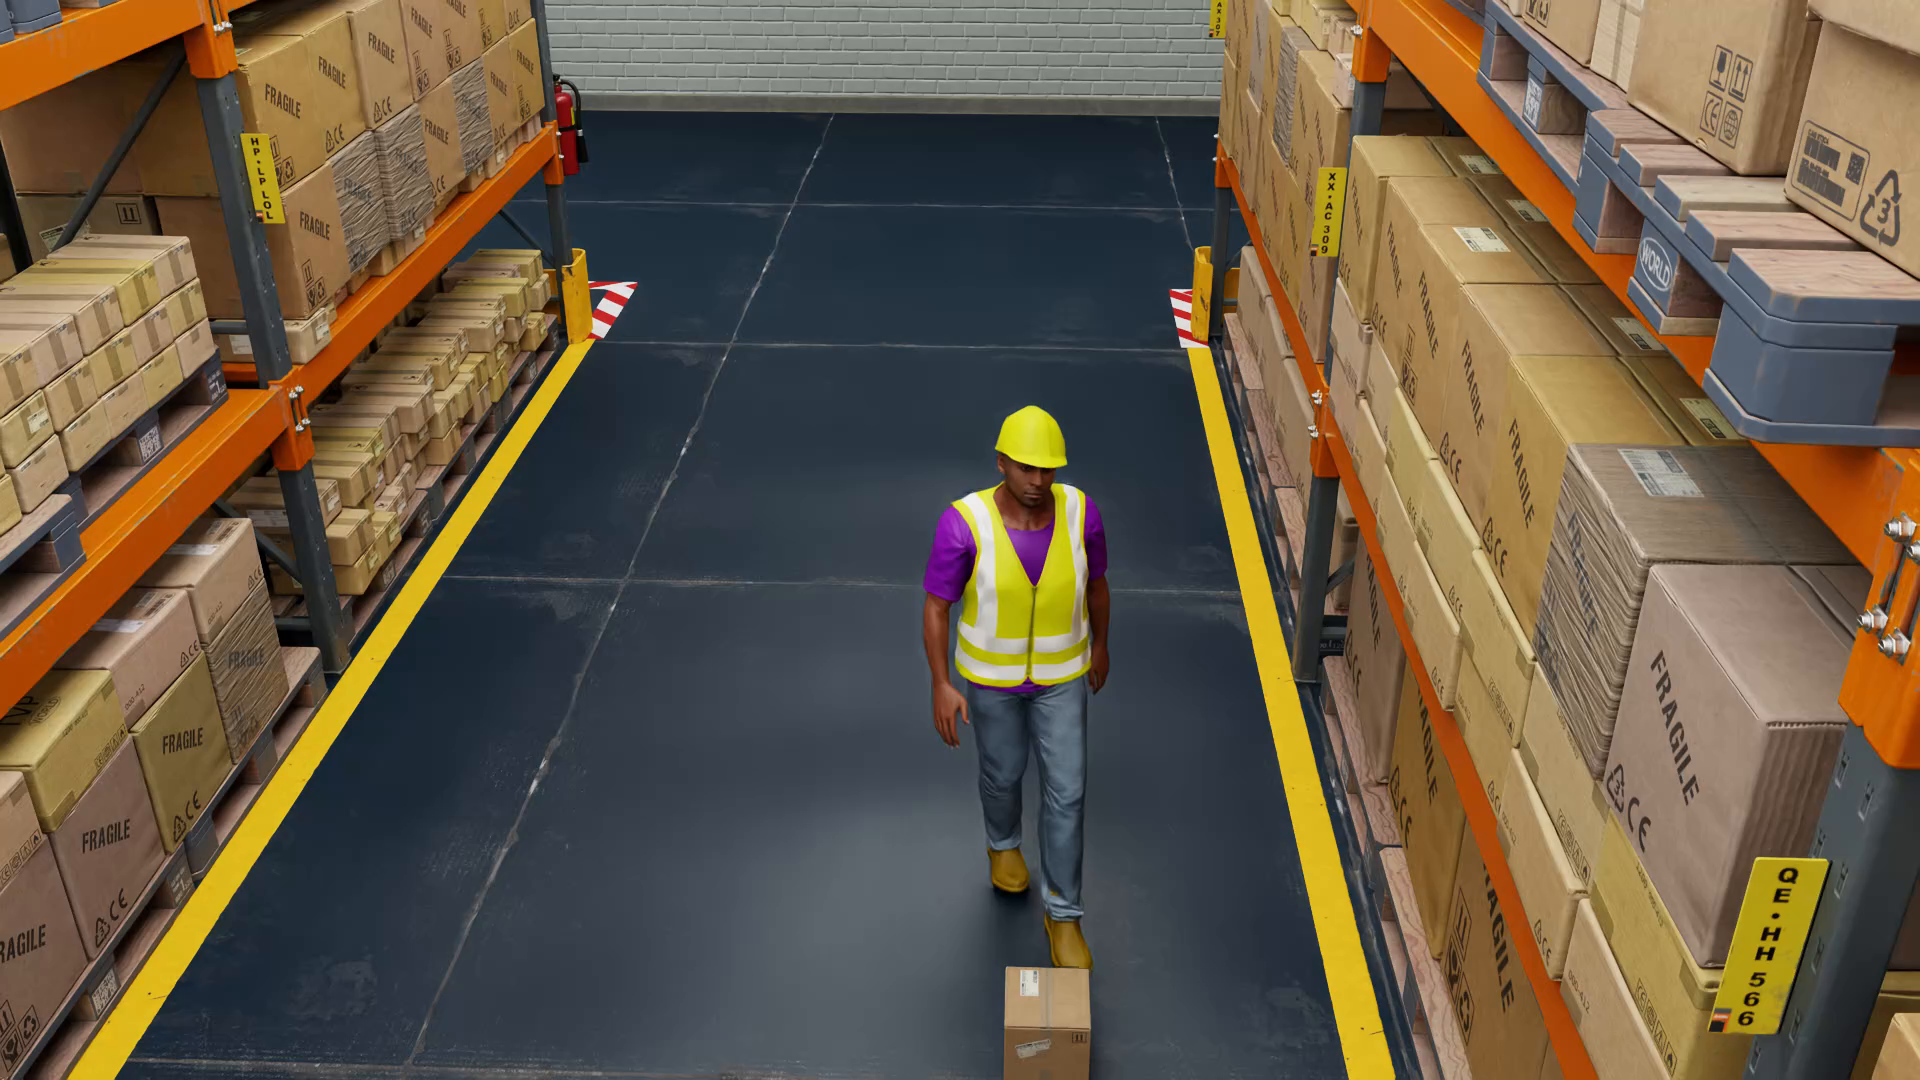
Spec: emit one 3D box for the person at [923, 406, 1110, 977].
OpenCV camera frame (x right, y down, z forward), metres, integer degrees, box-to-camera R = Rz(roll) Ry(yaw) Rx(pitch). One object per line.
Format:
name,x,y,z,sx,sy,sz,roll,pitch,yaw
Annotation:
person,0.207,0.470,5.177,0.630,1.744,0.758,-2,28,-5
